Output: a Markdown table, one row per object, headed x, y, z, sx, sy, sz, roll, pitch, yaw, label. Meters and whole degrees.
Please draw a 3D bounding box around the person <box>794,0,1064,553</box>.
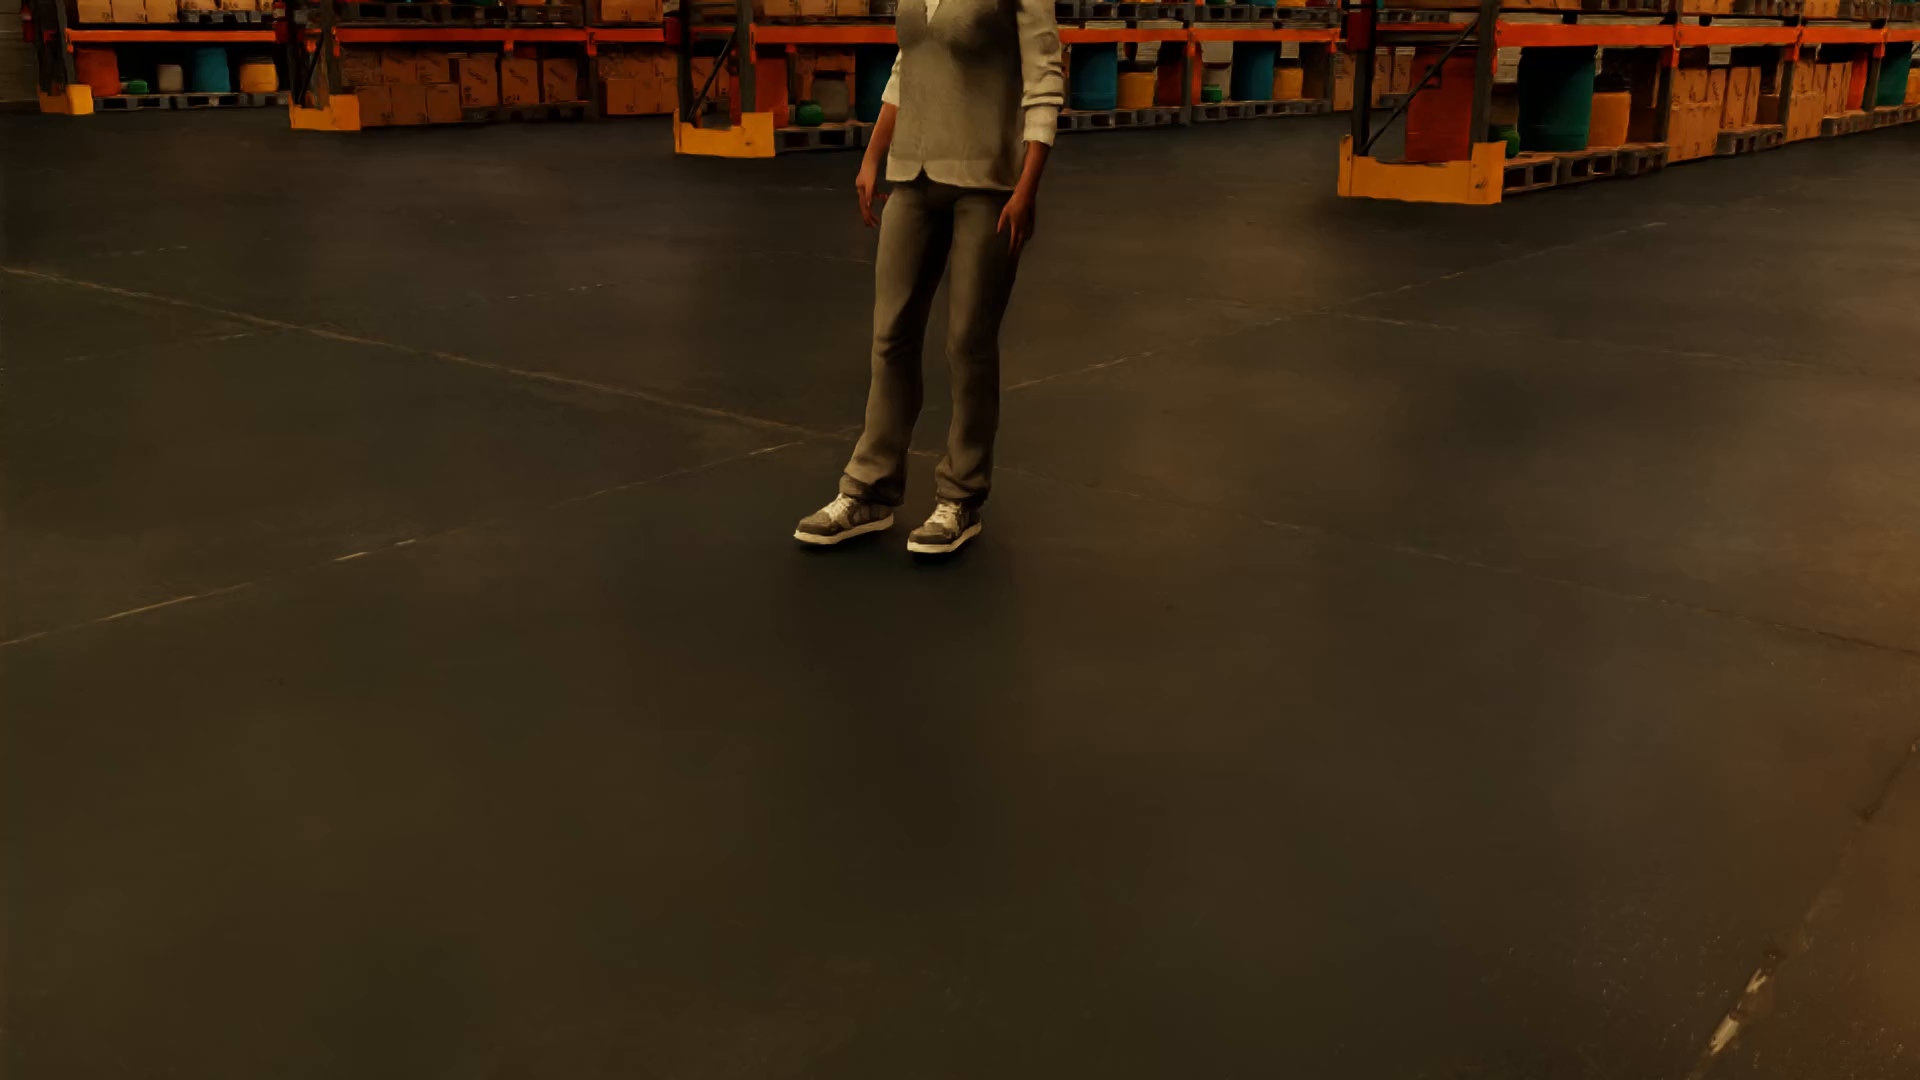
| x | y | z | sx | sy | sz | roll | pitch | yaw | label |
| --- | --- | --- | --- | --- | --- | --- | --- | --- | --- |
| -0.058 | -0.757 | 3.662 | 0.521 | 1.597 | 0.474 | 13 | 21 | 37 | person |
